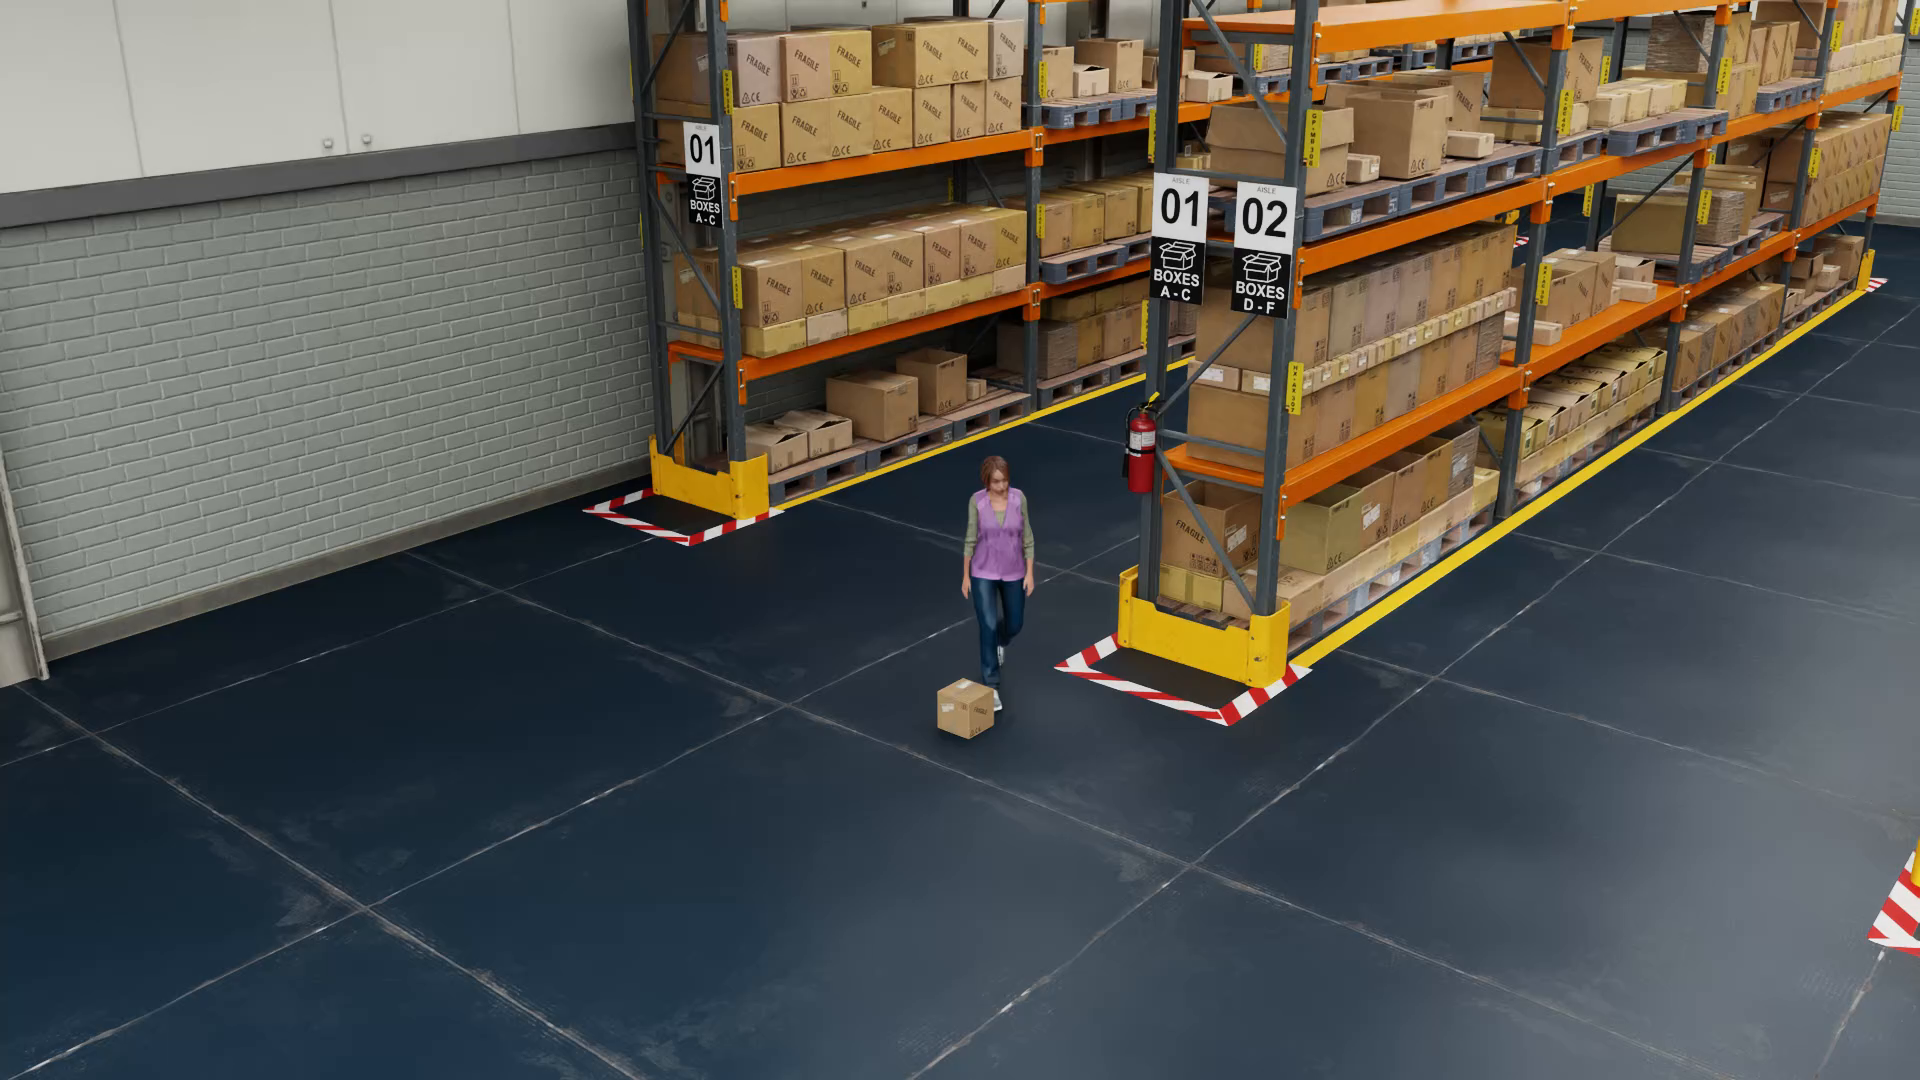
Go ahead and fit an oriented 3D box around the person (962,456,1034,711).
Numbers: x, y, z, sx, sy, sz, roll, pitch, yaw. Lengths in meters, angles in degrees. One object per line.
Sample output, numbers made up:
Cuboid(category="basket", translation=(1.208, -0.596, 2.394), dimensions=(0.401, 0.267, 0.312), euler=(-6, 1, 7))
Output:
Cuboid(category="person", translation=(0.238, 0.221, 10.494), dimensions=(0.456, 1.575, 0.736), euler=(-4, 21, -9))
